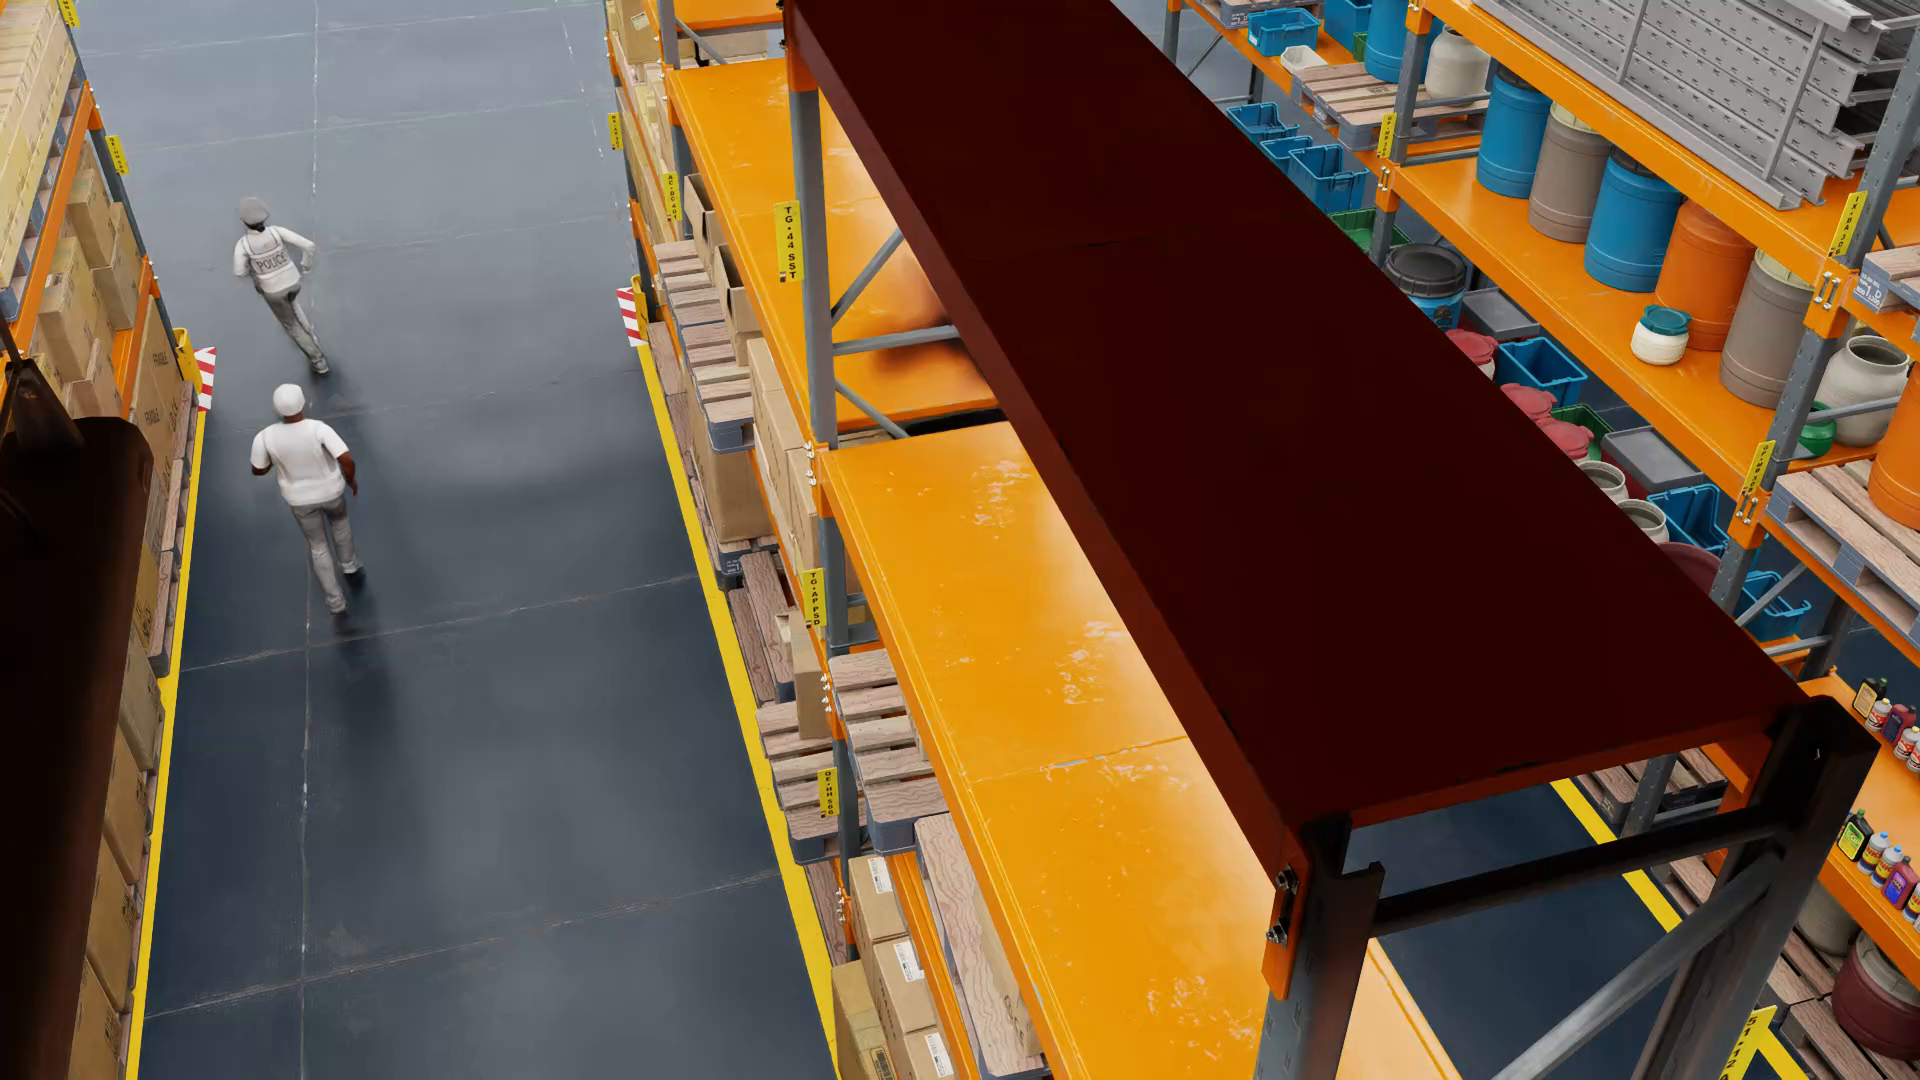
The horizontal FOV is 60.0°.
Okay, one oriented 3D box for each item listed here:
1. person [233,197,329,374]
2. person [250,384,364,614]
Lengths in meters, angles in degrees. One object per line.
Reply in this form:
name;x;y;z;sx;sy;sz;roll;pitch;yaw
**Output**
person;-5.839;-2.168;14.231;0.577;1.691;0.615;28;46;30
person;-4.580;-0.293;11.785;0.681;1.819;0.789;-14;40;-17
